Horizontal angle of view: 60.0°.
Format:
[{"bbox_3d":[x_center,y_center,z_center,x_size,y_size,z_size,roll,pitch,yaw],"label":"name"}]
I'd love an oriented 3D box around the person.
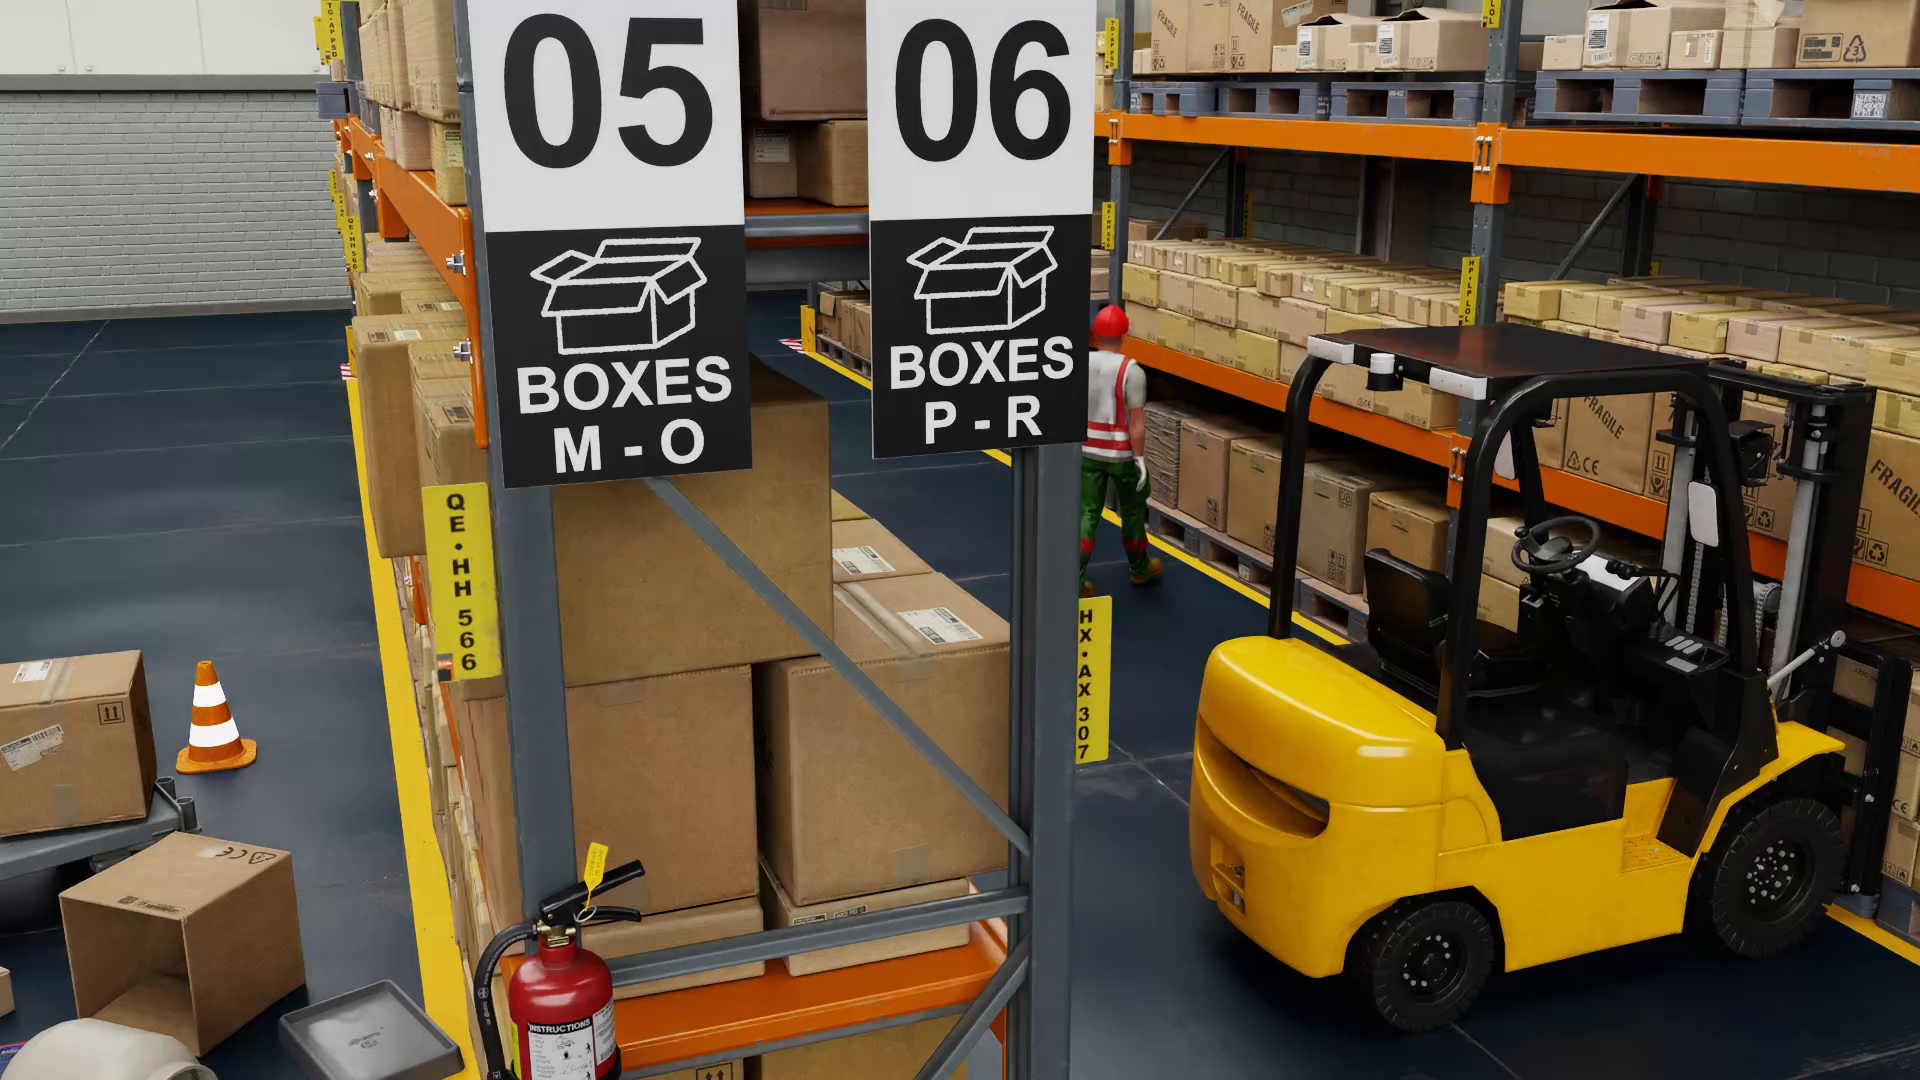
[{"bbox_3d":[0.923,-0.545,9.954,0.573,1.756,0.902,8,17,27],"label":"person"}]
